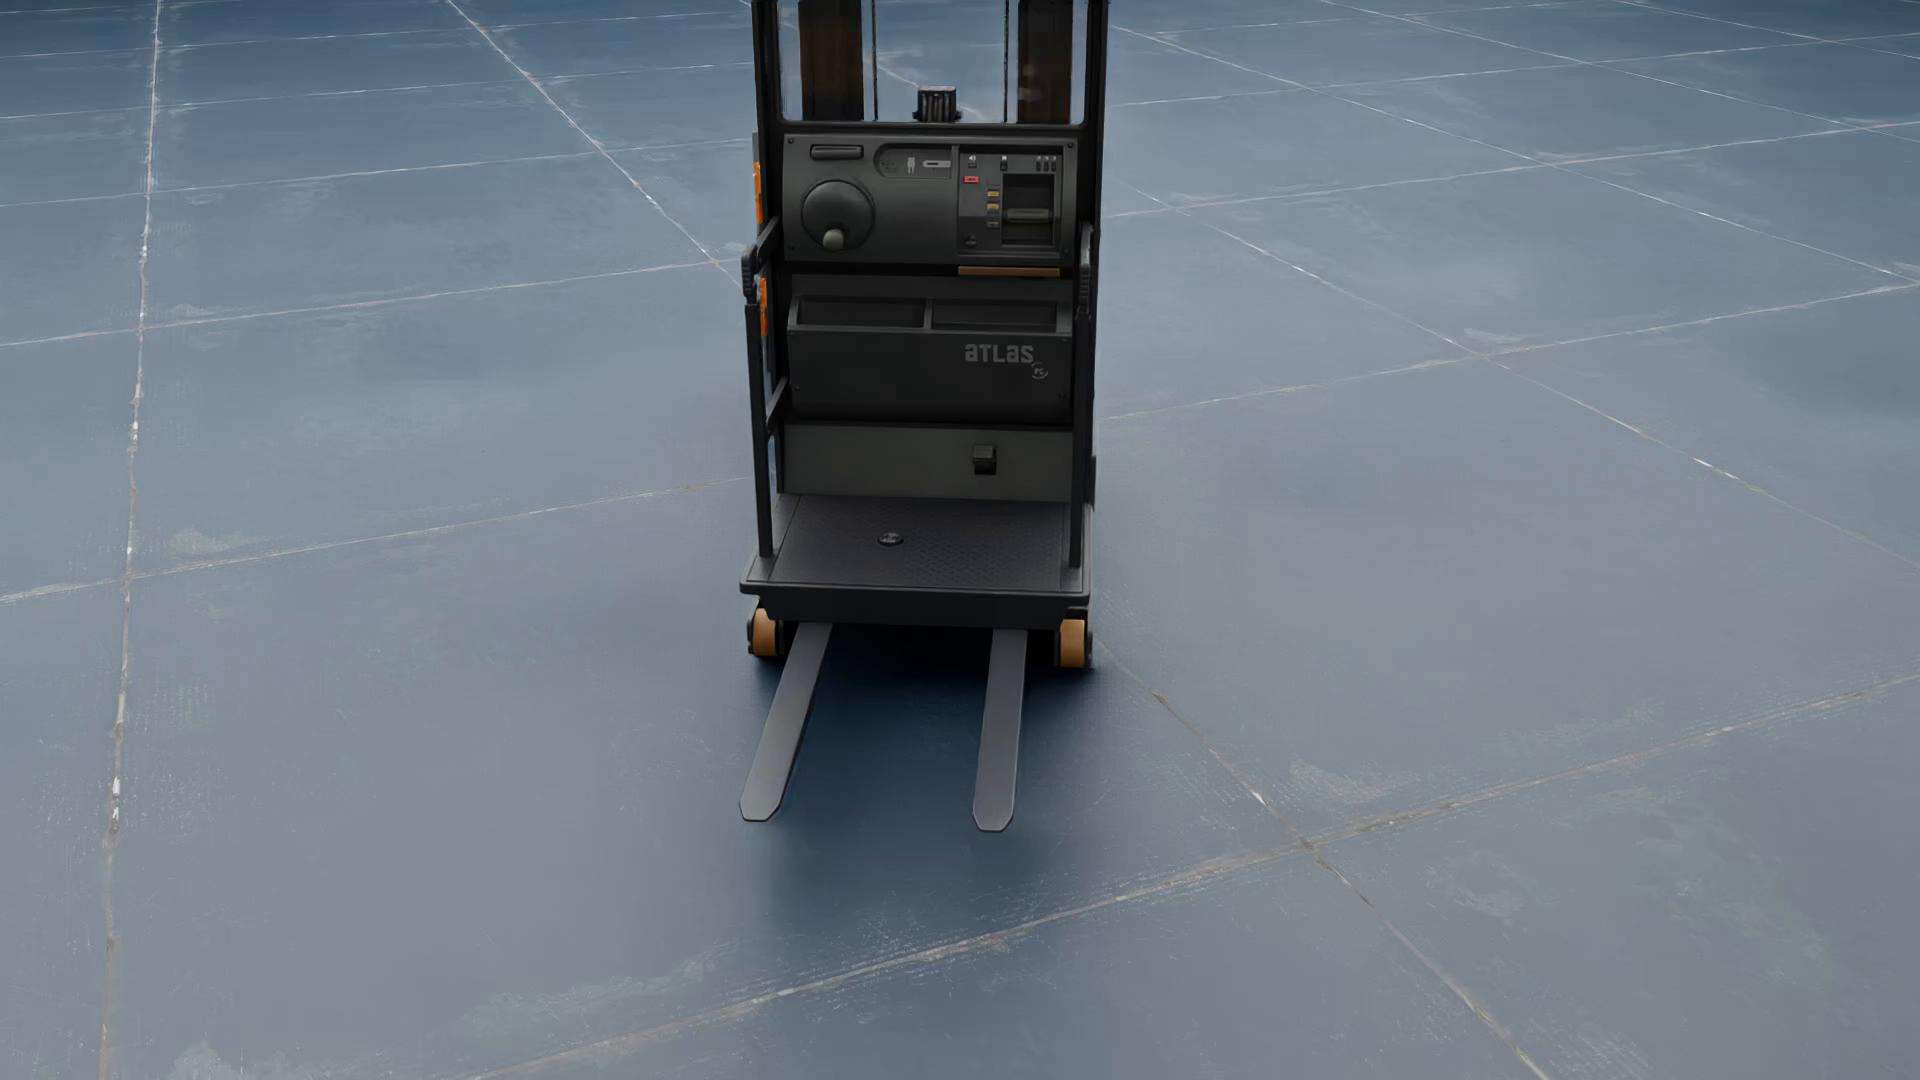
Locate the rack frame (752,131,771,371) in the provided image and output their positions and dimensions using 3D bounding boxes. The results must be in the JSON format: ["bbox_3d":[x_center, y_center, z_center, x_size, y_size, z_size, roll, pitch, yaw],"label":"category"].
[{"bbox_3d":[-0.713,-1.371,7.776,0.500,1.125,0.032,-16,30,-30],"label":"rack frame"}]

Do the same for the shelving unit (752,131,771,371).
[{"bbox_3d":[-0.432,-1.185,7.396,0.538,1.125,1.048,-16,30,-30],"label":"shelving unit"}]

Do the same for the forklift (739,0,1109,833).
[{"bbox_3d":[-0.110,-1.050,5.059,1.130,2.935,3.031,2,26,4],"label":"forklift"}]

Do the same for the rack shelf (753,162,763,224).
[{"bbox_3d":[-0.432,-1.448,7.267,0.538,0.278,1.000,-16,30,-30],"label":"rack shelf"}]

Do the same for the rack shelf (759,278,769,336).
[{"bbox_3d":[-0.432,-0.966,7.503,0.538,0.278,1.000,-16,30,-30],"label":"rack shelf"}]
